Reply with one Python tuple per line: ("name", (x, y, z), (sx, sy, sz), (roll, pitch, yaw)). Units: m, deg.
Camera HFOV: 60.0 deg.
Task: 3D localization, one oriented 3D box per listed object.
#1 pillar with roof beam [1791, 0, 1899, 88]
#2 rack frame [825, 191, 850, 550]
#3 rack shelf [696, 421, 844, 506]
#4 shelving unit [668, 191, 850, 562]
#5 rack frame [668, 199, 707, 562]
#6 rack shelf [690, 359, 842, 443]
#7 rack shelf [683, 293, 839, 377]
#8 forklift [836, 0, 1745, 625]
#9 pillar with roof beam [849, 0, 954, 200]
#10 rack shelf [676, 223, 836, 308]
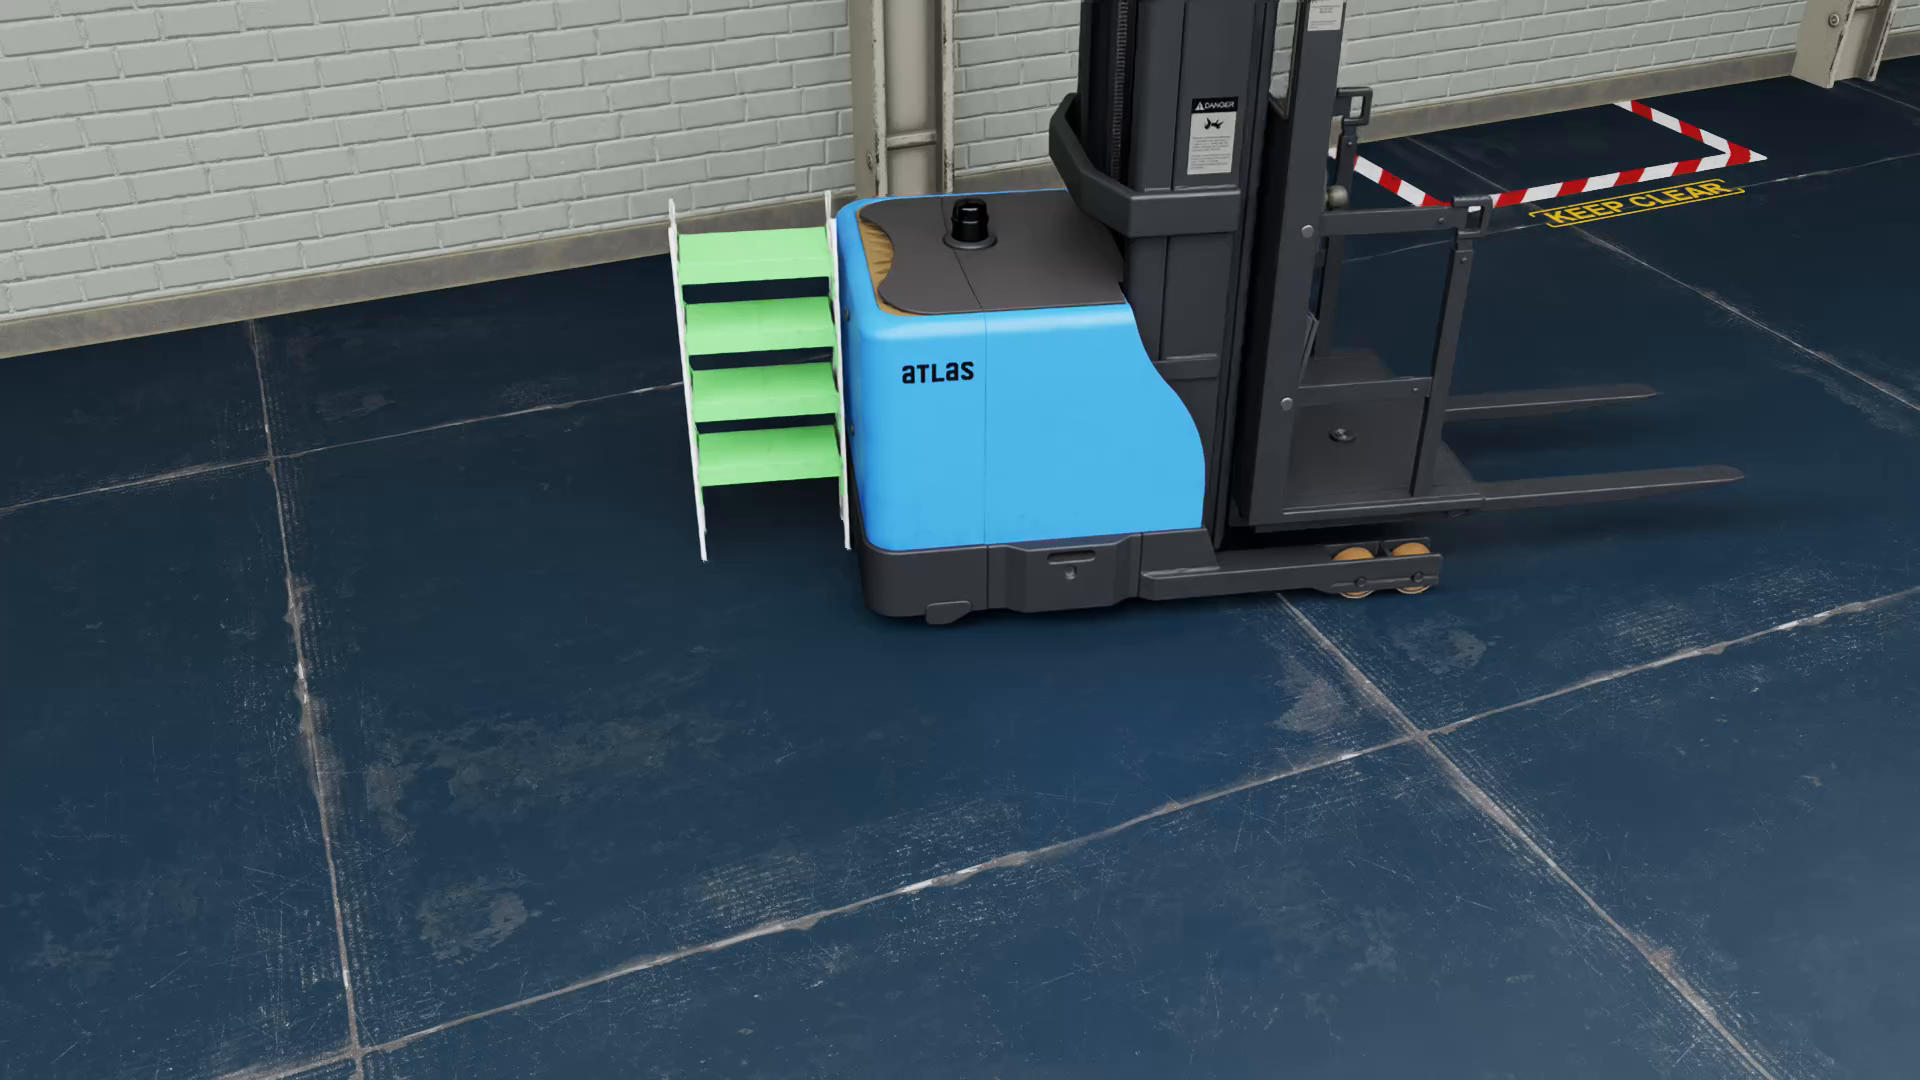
("pillar with roof beam", (6.932, -4.408, 4.273), (0.400, 9.000, 9.100), (-13, 35, -19))
("rack frame", (-0.401, -0.533, 5.469), (0.015, 1.200, 0.240), (-5, 33, -7))
("rack shelf", (-0.642, -0.259, 5.605), (0.480, 0.148, 0.258), (-5, 33, -7))
("shelving unit", (-0.642, -0.514, 5.440), (0.503, 1.200, 0.258), (-5, 33, -7))
("rack frame", (-0.884, -0.495, 5.410), (0.015, 1.200, 0.240), (-5, 33, -7))
("rack shelf", (-0.642, -0.460, 5.474), (0.480, 0.148, 0.258), (-5, 33, -7))
("rack shelf", (-0.642, -0.661, 5.344), (0.480, 0.148, 0.258), (-5, 33, -7))
("forklift", (1.135, -1.318, 5.088), (3.031, 2.935, 1.130), (-5, 33, -7))
("pillar with roof beam", (1.400, -3.141, 2.326), (0.400, 9.000, 9.100), (-13, 35, -19))
("rack shelf", (-0.642, -0.863, 5.213), (0.480, 0.148, 0.258), (-5, 33, -7))
